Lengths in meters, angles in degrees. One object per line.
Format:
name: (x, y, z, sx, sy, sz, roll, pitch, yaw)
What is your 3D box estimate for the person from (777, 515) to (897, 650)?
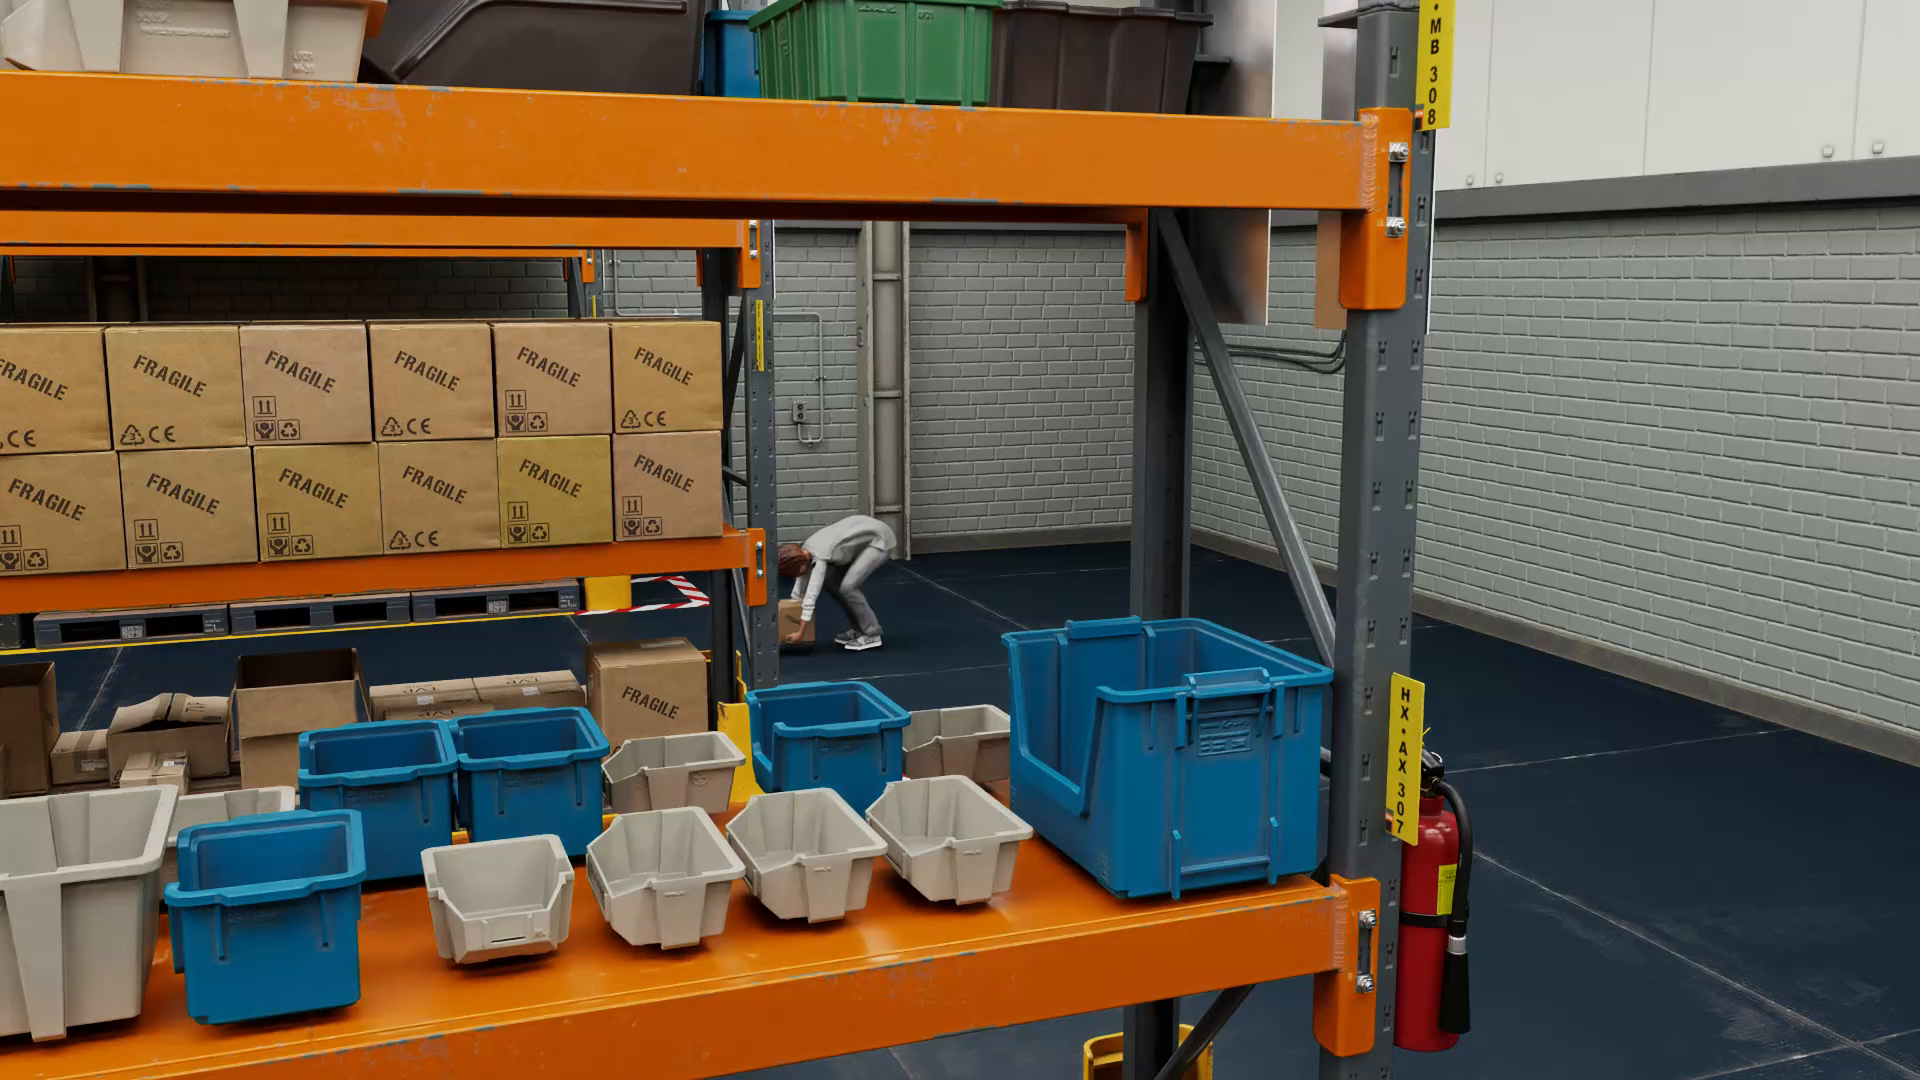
person: (-0.840, 0.294, 11.273, 0.855, 0.898, 0.420, -4, 10, -24)
